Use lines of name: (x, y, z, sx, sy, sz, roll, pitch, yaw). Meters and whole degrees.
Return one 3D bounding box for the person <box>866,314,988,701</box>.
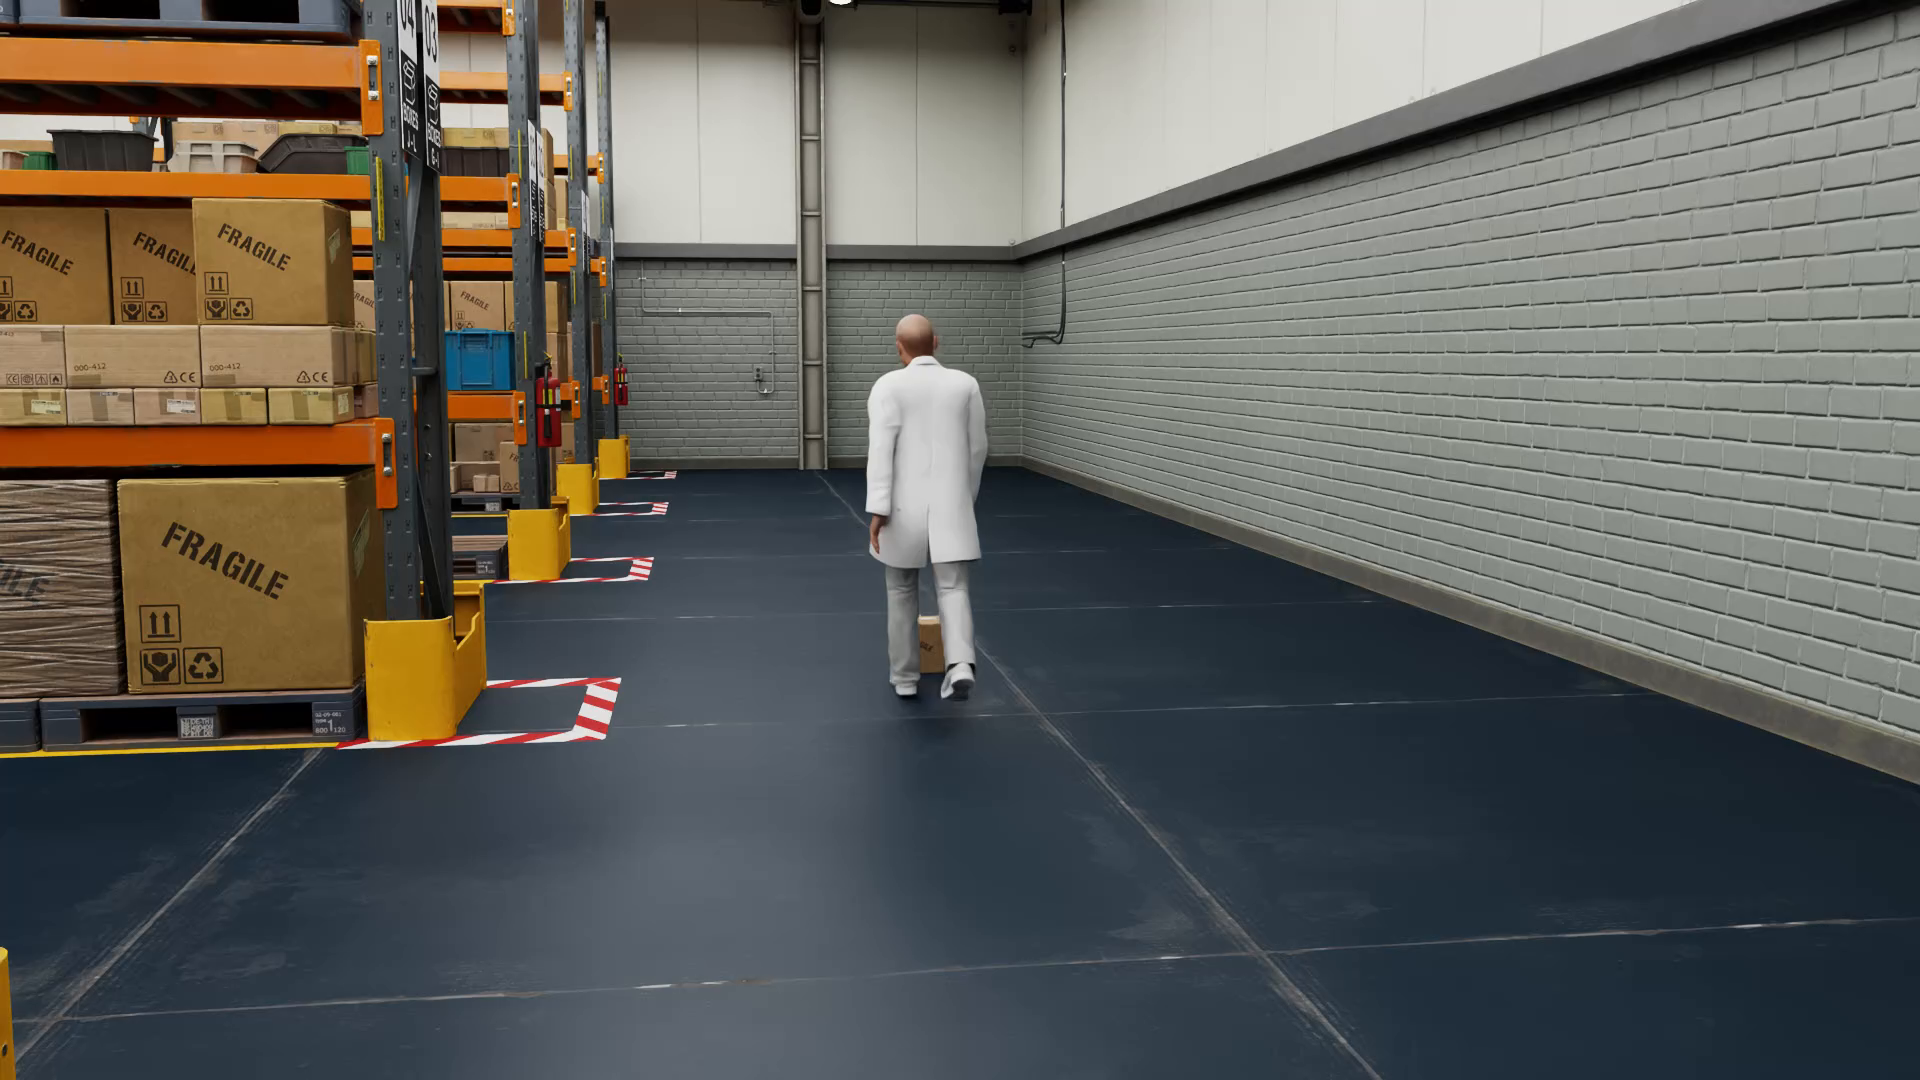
person: (-0.144, -0.132, 7.457, 0.587, 1.746, 1.023, -1, 6, -11)
